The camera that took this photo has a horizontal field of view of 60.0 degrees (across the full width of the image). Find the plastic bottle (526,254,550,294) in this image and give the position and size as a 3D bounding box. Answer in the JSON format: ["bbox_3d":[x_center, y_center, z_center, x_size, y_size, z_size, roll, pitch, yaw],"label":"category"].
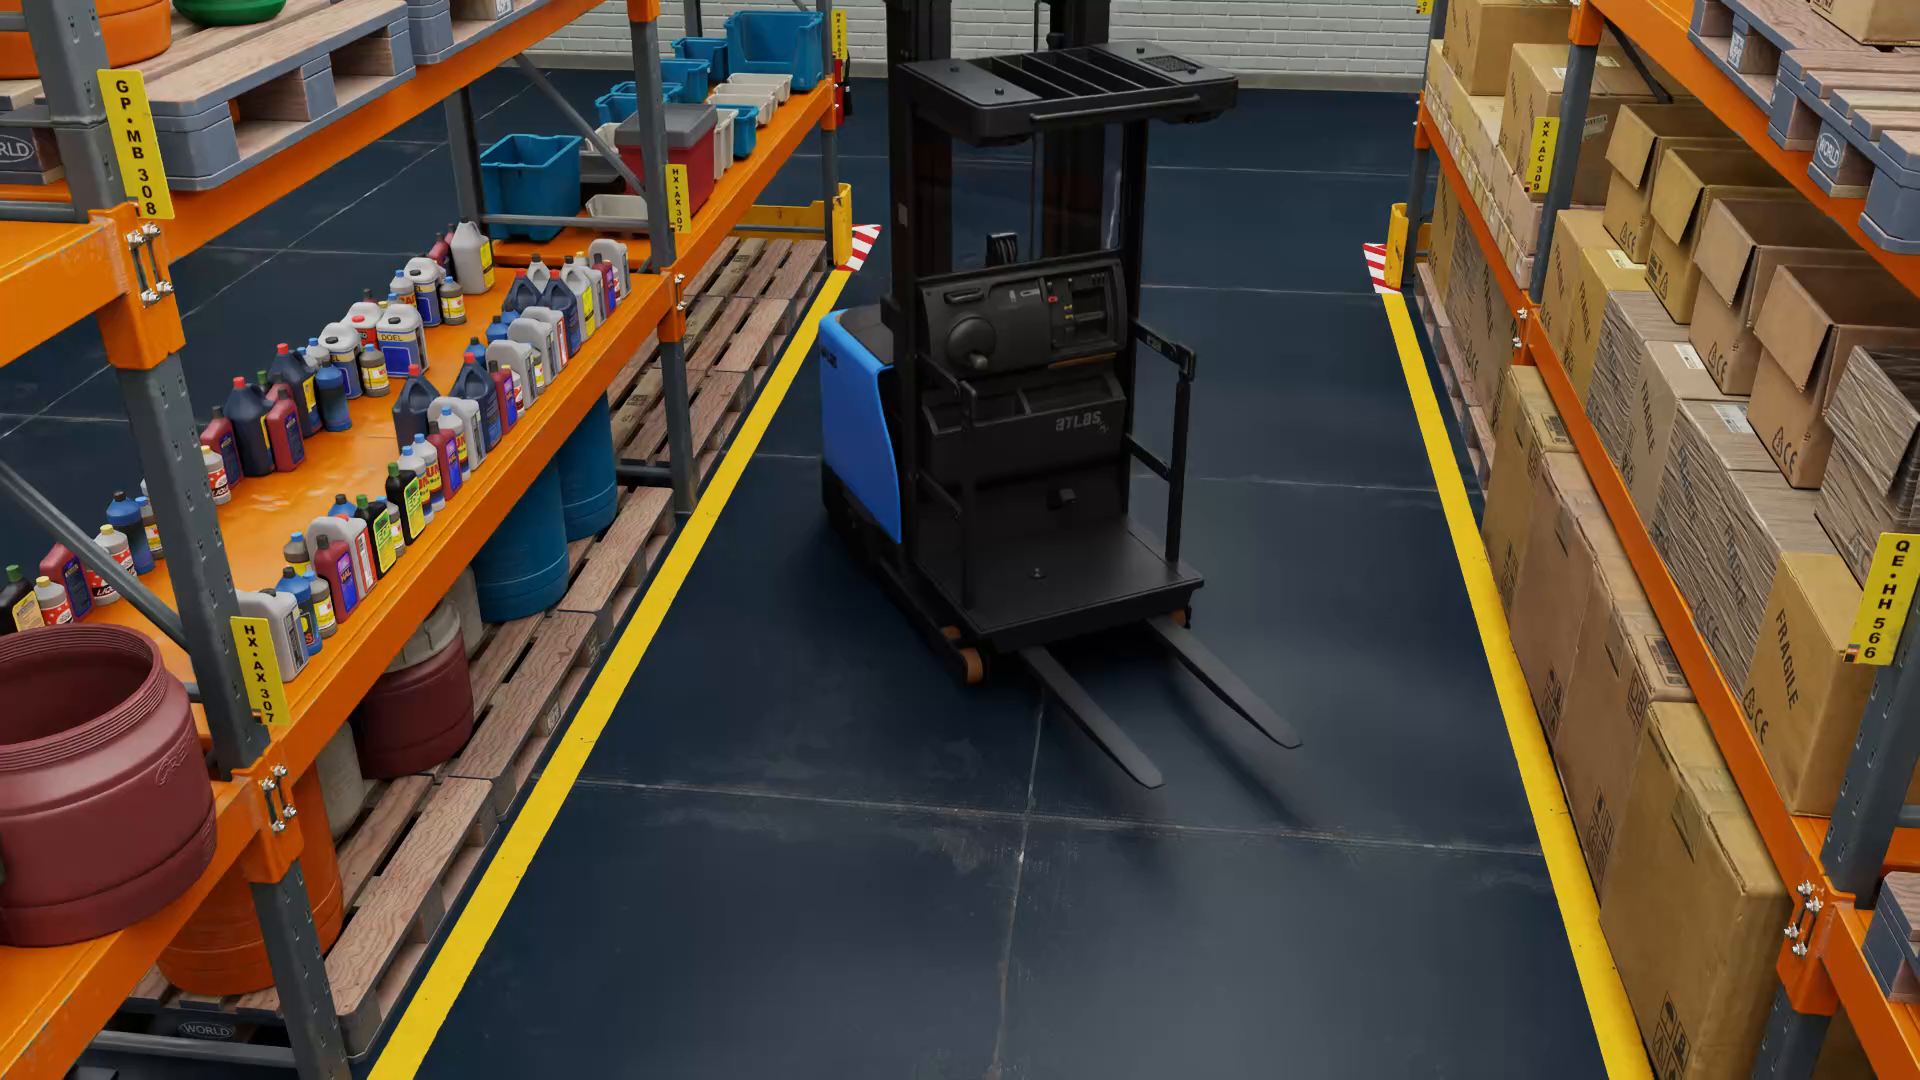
[{"bbox_3d":[-1.788,-1.034,7.058,0.144,0.351,0.185,3,28,6],"label":"plastic bottle"}]

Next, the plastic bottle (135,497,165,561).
[{"bbox_3d":[-2.625,-0.043,5.377,0.097,0.201,0.097,0,28,0],"label":"plastic bottle"}]

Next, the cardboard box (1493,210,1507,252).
[{"bbox_3d":[2.834,-1.505,8.146,0.380,0.149,0.250,3,28,5],"label":"cardboard box"}]

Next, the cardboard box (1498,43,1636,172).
[{"bbox_3d":[2.915,-2.074,7.990,0.500,0.500,0.500,4,29,7],"label":"cardboard box"}]

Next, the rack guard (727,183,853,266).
[{"bbox_3d":[-1.377,-2.293,11.980,1.175,0.500,0.348,3,28,6],"label":"rack guard"}]

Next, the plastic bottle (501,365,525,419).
[{"bbox_3d":[-1.723,-0.569,6.353,0.097,0.201,0.097,0,28,0],"label":"plastic bottle"}]

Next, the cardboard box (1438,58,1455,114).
[{"bbox_3d":[3.165,-2.703,9.950,0.500,0.250,0.500,3,28,6],"label":"cardboard box"}]

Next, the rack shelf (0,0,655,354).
[{"bbox_3d":[-2.102,-1.561,5.581,1.077,0.370,4.000,3,28,6],"label":"rack shelf"}]

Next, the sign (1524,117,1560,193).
[{"bbox_3d":[2.508,-1.658,7.170,0.100,0.325,0.005,3,28,6],"label":"sign"}]

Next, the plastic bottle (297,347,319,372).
[{"bbox_3d":[-2.487,-0.603,6.342,0.097,0.271,0.097,0,28,0],"label":"plastic bottle"}]

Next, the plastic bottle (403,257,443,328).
[{"bbox_3d":[-2.337,-1.076,7.216,0.152,0.276,0.135,3,28,6],"label":"plastic bottle"}]

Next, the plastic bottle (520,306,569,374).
[{"bbox_3d":[-1.691,-0.831,6.760,0.152,0.276,0.135,3,28,6],"label":"plastic bottle"}]

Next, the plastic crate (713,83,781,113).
[{"bbox_3d":[-1.337,-2.762,10.429,0.396,0.136,0.243,3,28,6],"label":"plastic crate"}]

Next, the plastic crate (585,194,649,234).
[{"bbox_3d":[-1.658,-1.620,8.309,0.396,0.136,0.243,3,28,6],"label":"plastic crate"}]

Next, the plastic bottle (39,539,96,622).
[{"bbox_3d":[-2.693,0.112,5.003,0.061,0.283,0.133,3,28,6],"label":"plastic bottle"}]

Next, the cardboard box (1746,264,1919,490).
[{"bbox_3d":[2.757,-0.464,4.785,0.797,0.503,0.637,4,29,7],"label":"cardboard box"}]

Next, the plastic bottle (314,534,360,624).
[{"bbox_3d":[-1.888,0.098,5.028,0.061,0.283,0.133,3,28,6],"label":"plastic bottle"}]

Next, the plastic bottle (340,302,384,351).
[{"bbox_3d":[-2.405,-0.813,6.727,0.152,0.276,0.135,3,28,6],"label":"plastic bottle"}]

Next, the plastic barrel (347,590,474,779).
[{"bbox_3d":[-2.166,0.498,6.263,0.600,0.588,0.708,3,28,6],"label":"plastic barrel"}]

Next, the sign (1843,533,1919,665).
[{"bbox_3d":[2.017,0.131,3.623,0.100,0.325,0.005,3,28,6],"label":"sign"}]

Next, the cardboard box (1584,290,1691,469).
[{"bbox_3d":[2.632,-0.581,6.060,0.500,0.500,0.500,3,28,5],"label":"cardboard box"}]

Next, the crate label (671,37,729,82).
[{"bbox_3d":[-1.724,-3.237,11.210,0.416,0.233,0.303,3,28,6],"label":"crate label"}]

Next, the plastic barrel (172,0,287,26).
[{"bbox_3d":[-1.989,-1.538,4.501,0.294,0.245,0.294,0,28,0],"label":"plastic barrel"}]

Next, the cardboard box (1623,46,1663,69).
[{"bbox_3d":[3.439,-2.048,7.943,0.500,0.500,0.500,3,28,6],"label":"cardboard box"}]

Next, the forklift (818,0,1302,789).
[{"bbox_3d":[0.372,-0.903,6.836,1.130,2.935,3.031,-12,31,-21],"label":"forklift"}]

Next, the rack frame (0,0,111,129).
[{"bbox_3d":[-2.347,-2.257,2.952,1.000,3.000,0.127,3,28,6],"label":"rack frame"}]

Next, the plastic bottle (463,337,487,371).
[{"bbox_3d":[-1.862,-0.654,6.438,0.097,0.271,0.097,0,28,0],"label":"plastic bottle"}]

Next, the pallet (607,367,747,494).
[{"bbox_3d":[-1.806,-0.620,9.177,1.003,0.211,1.213,3,28,6],"label":"pallet"}]

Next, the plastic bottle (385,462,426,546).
[{"bbox_3d":[-1.827,-0.136,5.463,0.061,0.283,0.133,3,28,6],"label":"plastic bottle"}]

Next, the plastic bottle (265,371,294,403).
[{"bbox_3d":[-2.482,-0.464,6.072,0.061,0.283,0.133,3,28,6],"label":"plastic bottle"}]

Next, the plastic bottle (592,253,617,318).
[{"bbox_3d":[-1.568,-1.132,7.311,0.061,0.283,0.133,3,28,6],"label":"plastic bottle"}]

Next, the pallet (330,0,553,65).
[{"bbox_3d":[-1.992,-1.828,5.516,1.003,0.211,1.213,3,28,6],"label":"pallet"}]

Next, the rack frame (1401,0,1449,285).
[{"bbox_3d":[3.549,-3.094,10.830,1.000,3.000,0.127,3,28,6],"label":"rack frame"}]

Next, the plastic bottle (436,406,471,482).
[{"bbox_3d":[-1.790,-0.341,5.856,0.097,0.271,0.097,0,28,0],"label":"plastic bottle"}]

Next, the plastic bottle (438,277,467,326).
[{"bbox_3d":[-2.211,-1.045,7.236,0.097,0.201,0.097,0,28,0],"label":"plastic bottle"}]

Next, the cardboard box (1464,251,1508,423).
[{"bbox_3d":[3.329,-1.190,9.094,0.875,0.875,0.875,3,28,6],"label":"cardboard box"}]

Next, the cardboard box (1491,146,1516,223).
[{"bbox_3d":[2.913,-1.743,8.167,0.500,0.250,0.500,4,29,8],"label":"cardboard box"}]

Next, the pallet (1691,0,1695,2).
[{"bbox_3d":[2.995,-2.013,5.863,0.805,0.209,1.217,2,28,4],"label":"pallet"}]

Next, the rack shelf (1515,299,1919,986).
[{"bbox_3d":[2.813,0.047,5.758,1.077,0.370,4.000,3,28,6],"label":"rack shelf"}]

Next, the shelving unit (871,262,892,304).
[{"bbox_3d":[-0.296,-0.837,8.539,0.258,1.200,0.189,-12,31,-21],"label":"shelving unit"}]

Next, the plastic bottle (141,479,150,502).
[{"bbox_3d":[-2.613,-0.120,5.445,0.097,0.271,0.097,0,28,0],"label":"plastic bottle"}]

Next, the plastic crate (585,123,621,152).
[{"bbox_3d":[-1.942,-2.246,9.472,0.293,0.136,0.466,3,28,6],"label":"plastic crate"}]

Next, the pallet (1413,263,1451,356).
[{"bbox_3d":[3.528,-1.485,10.784,1.003,0.211,1.213,3,28,6],"label":"pallet"}]

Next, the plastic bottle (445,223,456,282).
[{"bbox_3d":[-2.325,-1.300,7.623,0.061,0.283,0.133,3,28,6],"label":"plastic bottle"}]

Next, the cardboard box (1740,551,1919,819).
[{"bbox_3d":[2.383,0.381,4.274,0.500,0.500,0.500,4,29,8],"label":"cardboard box"}]

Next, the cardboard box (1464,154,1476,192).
[{"bbox_3d":[2.960,-1.988,9.042,0.380,0.149,0.250,4,29,7],"label":"cardboard box"}]

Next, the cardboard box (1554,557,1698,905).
[{"bbox_3d":[2.790,0.680,5.623,1.225,0.875,0.875,3,29,6],"label":"cardboard box"}]

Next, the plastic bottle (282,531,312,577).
[{"bbox_3d":[-2.043,0.070,5.166,0.097,0.201,0.097,0,28,0],"label":"plastic bottle"}]

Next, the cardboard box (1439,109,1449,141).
[{"bbox_3d":[3.086,-2.471,9.939,0.380,0.149,0.250,3,28,5],"label":"cardboard box"}]
